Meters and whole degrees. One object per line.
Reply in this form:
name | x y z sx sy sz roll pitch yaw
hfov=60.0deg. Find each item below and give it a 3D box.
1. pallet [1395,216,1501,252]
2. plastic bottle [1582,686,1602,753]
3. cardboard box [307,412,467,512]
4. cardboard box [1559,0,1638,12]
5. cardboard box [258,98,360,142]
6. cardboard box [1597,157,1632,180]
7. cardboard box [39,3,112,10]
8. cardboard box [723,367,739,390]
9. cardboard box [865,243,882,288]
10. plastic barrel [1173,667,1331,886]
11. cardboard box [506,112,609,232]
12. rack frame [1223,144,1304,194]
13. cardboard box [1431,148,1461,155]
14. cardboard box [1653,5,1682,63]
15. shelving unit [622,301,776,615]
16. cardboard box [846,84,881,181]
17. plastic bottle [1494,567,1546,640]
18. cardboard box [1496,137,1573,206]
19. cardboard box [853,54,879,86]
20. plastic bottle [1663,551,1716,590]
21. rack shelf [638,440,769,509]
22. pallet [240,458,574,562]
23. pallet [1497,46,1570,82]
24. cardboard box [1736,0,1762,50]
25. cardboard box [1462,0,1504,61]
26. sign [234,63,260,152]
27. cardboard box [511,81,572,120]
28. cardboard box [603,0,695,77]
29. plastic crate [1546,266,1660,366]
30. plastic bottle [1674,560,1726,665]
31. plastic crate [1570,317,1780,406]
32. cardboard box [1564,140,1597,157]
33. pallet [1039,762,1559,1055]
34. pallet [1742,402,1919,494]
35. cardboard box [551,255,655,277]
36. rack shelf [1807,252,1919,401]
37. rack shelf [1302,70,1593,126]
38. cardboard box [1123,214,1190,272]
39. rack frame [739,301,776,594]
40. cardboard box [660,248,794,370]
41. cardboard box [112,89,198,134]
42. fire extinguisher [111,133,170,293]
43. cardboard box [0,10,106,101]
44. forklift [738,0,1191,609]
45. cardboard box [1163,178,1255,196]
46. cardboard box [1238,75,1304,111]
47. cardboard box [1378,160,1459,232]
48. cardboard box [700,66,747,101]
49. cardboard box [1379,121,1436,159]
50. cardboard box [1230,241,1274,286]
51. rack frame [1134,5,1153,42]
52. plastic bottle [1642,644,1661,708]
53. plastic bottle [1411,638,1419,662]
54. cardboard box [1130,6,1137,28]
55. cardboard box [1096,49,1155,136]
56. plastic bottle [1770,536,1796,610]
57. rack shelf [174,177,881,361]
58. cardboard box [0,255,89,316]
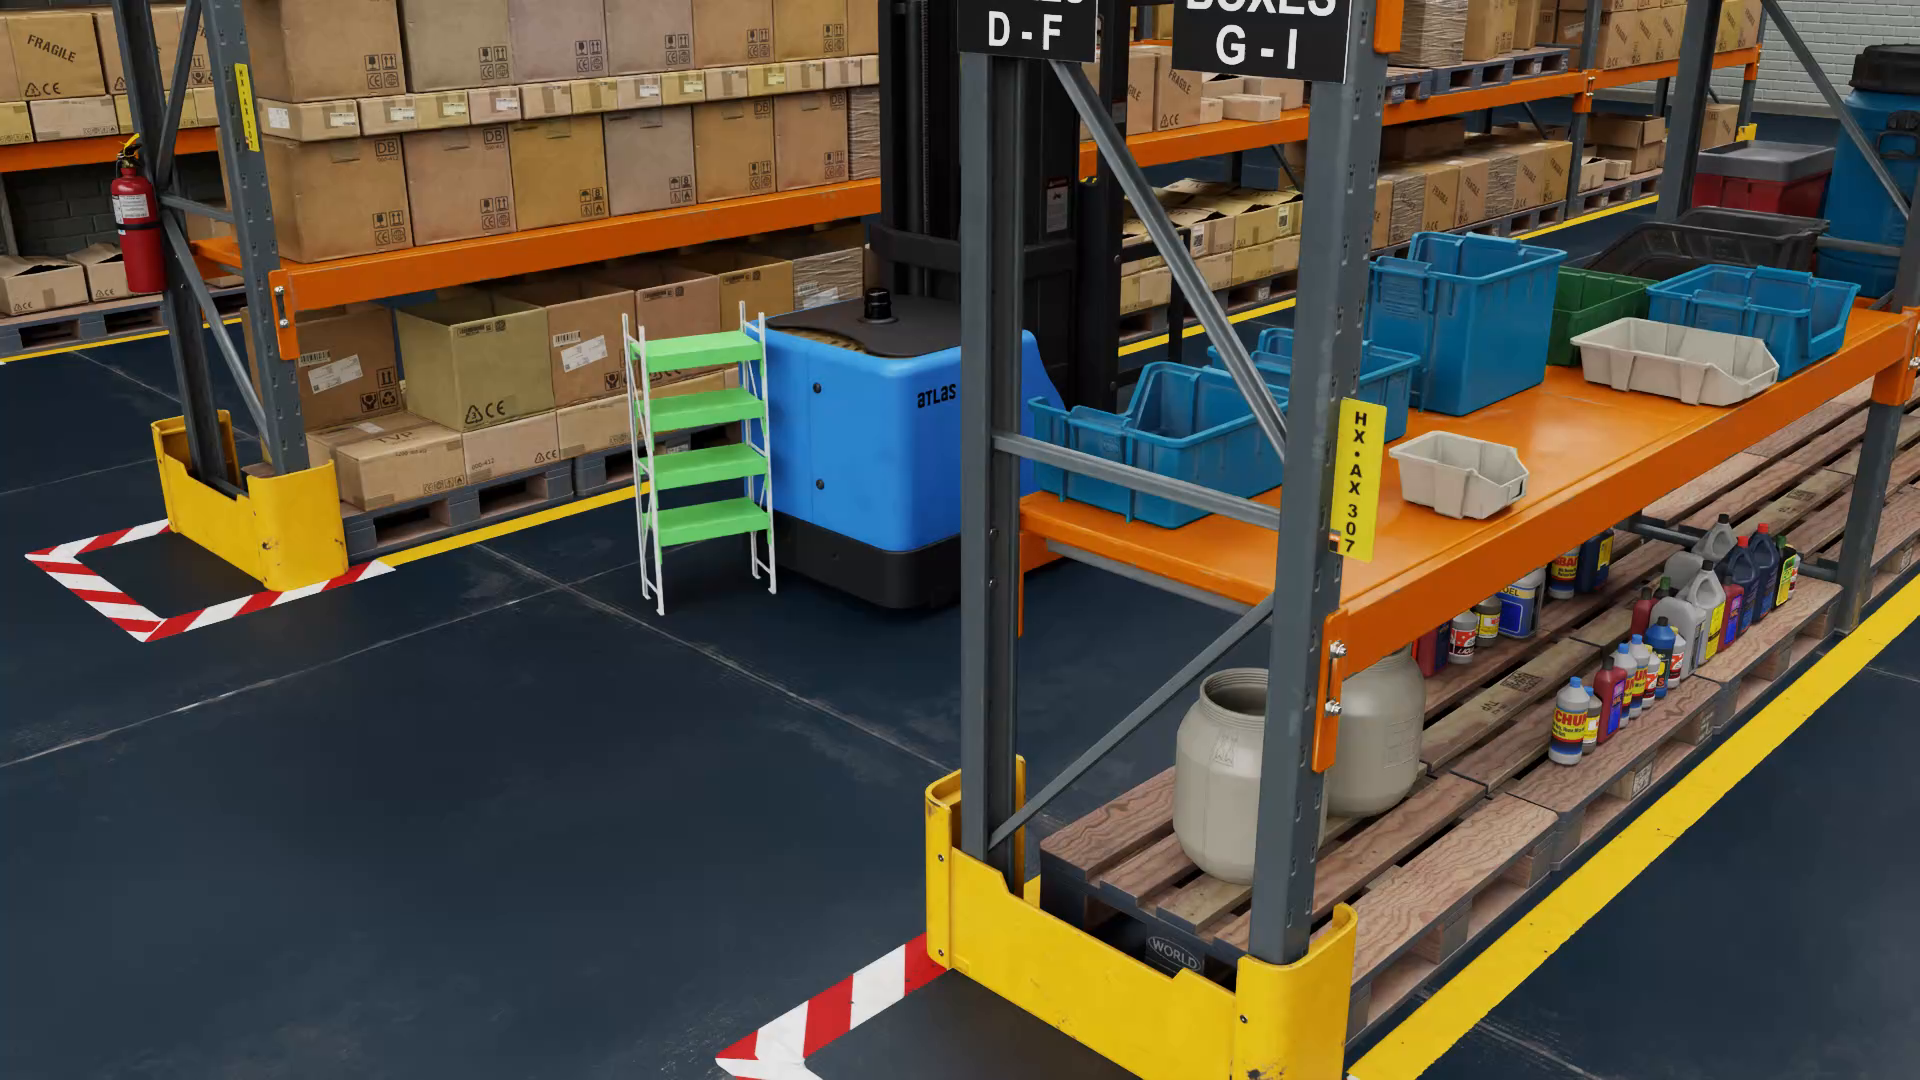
pallet | 3.834 -2.618 14.092 1.003 0.211 1.213 19 28 41
plastic bottle | 1.961 0.558 5.228 0.097 0.201 0.097 0 21 0
cardboard box | -2.613 -0.363 7.586 0.500 0.250 0.500 19 28 41
cardboard box | 5.755 -5.017 14.914 0.500 0.500 0.500 -19 28 -41
cardboard box | -2.718 -1.765 6.942 0.380 0.149 0.250 19 28 40
cardboard box | 6.269 -3.615 16.134 0.380 0.166 0.250 19 28 41
cardboard box | -5.806 -3.332 11.199 0.500 0.500 0.500 18 28 39
cardboard box | -1.217 -0.877 8.923 0.500 0.250 0.500 19 28 41
cardboard box | -0.279 -1.747 10.404 0.500 0.311 0.500 19 28 41
plastic barrel | 0.805 0.649 4.587 0.421 0.512 0.421 0 21 0
cardboard box | -2.098 -1.794 7.923 0.700 0.500 0.500 19 28 41
rack frame | 2.435 -3.425 12.305 1.000 3.000 0.127 19 28 41
cardboard box | 3.995 -3.162 14.491 0.500 0.500 0.500 20 29 41
cardboard box | 6.481 -4.823 15.803 0.500 0.500 0.500 19 28 40
shelving unit | -1.051 -0.332 6.765 0.503 1.200 0.258 -10 23 -25
cardboard box | -0.661 -2.328 9.311 0.700 0.500 0.500 18 28 39
plastic bottle | 2.026 0.202 6.051 0.152 0.276 0.135 19 28 41
cardboard box | 5.086 -3.293 14.833 0.500 0.500 0.500 19 28 40
cardboard box | -0.566 -2.560 9.010 0.380 0.149 0.250 19 28 40
plastic bottle | 2.690 0.166 6.144 0.152 0.276 0.135 19 28 41
rack shelf | -1.051 -0.272 6.788 0.480 0.148 0.258 -10 23 -25
pallet | -2.643 -0.274 7.993 1.003 0.211 1.213 19 28 41
pallet | 4.589 -4.186 14.551 1.003 0.211 1.213 19 28 41
cardboard box | 7.898 -5.345 17.160 0.500 0.500 0.500 -19 28 -40
cardboard box | 4.037 -4.226 13.665 0.700 0.500 0.500 12 24 27
sign | -2.753 -1.669 6.419 0.100 0.325 0.005 19 28 41
cardboard box | -1.999 -2.031 7.634 0.380 0.149 0.250 18 27 39
cardboard box | -1.711 -2.546 8.071 0.700 0.500 0.500 19 28 41
plastic crate | 2.041 -0.779 5.715 0.450 0.188 0.662 19 28 41
plastic bottle | 2.589 0.245 5.835 0.144 0.351 0.185 19 28 40
plastic crate | 2.239 -0.552 5.198 0.530 0.136 0.437 19 28 41
cardboard box | 5.943 -3.814 16.451 0.500 0.311 0.500 19 28 41
pallet | 0.990 0.935 4.848 1.003 0.211 1.213 19 28 41
pallet | 4.562 -0.381 8.272 1.003 0.211 1.213 19 28 41
cardboard box | -1.948 -1.232 8.802 0.500 0.500 0.500 19 28 41
rack shelf | 4.586 -1.334 7.868 1.077 0.370 4.000 19 28 41
rack shelf | 3.830 -3.603 13.771 1.077 0.370 4.000 19 28 41
cardboard box | 1.183 -2.011 11.090 0.500 0.311 0.500 -19 28 -41
rack frame | -0.834 -0.372 6.870 0.015 1.200 0.240 -10 23 -25
cardboard box | -1.226 -1.230 8.797 0.500 0.500 0.500 19 28 41
cardboard box | -5.418 -2.859 11.014 0.500 0.250 0.500 19 28 40
fire extinguisher | -3.561 -1.418 7.192 0.296 0.674 0.183 19 28 41
cardboard box | -5.798 -3.069 10.514 0.500 0.500 0.500 19 28 41
forklift | 0.439 -1.530 7.470 1.130 2.935 3.031 19 28 41
cardboard box | 1.859 -2.538 12.463 0.500 0.311 0.500 -19 28 -40
cardboard box | 2.150 -3.301 12.106 0.500 0.311 0.500 -18 27 -39
cardboard box | 3.672 -2.773 13.478 0.500 0.500 0.500 19 28 40
cardboard box | -1.279 -2.297 8.326 0.250 0.149 0.380 -19 28 -41
cardboard box | 3.666 -3.392 14.045 0.500 0.250 0.500 19 28 40
cardboard box | 1.885 -2.008 11.865 0.500 0.250 0.500 19 28 40
rack frame | 1.673 -5.692 18.203 1.000 3.000 0.127 19 28 41
plastic bottle | 2.266 0.446 5.522 0.097 0.201 0.097 0 21 0
plastic bottle | 1.563 0.298 5.801 0.152 0.276 0.135 20 28 41
cardboard box | 1.532 -5.705 17.655 0.500 0.500 0.500 19 28 40
cardboard box | 0.909 -2.901 10.802 0.500 0.500 0.500 19 28 41
plastic bottle | 3.091 0.113 6.273 0.133 0.283 0.061 -18 28 -39
rack shelf | -1.751 -1.547 8.421 1.077 0.370 4.000 19 28 41
cardboard box | -6.151 -1.713 10.985 0.500 0.311 0.500 15 26 35
